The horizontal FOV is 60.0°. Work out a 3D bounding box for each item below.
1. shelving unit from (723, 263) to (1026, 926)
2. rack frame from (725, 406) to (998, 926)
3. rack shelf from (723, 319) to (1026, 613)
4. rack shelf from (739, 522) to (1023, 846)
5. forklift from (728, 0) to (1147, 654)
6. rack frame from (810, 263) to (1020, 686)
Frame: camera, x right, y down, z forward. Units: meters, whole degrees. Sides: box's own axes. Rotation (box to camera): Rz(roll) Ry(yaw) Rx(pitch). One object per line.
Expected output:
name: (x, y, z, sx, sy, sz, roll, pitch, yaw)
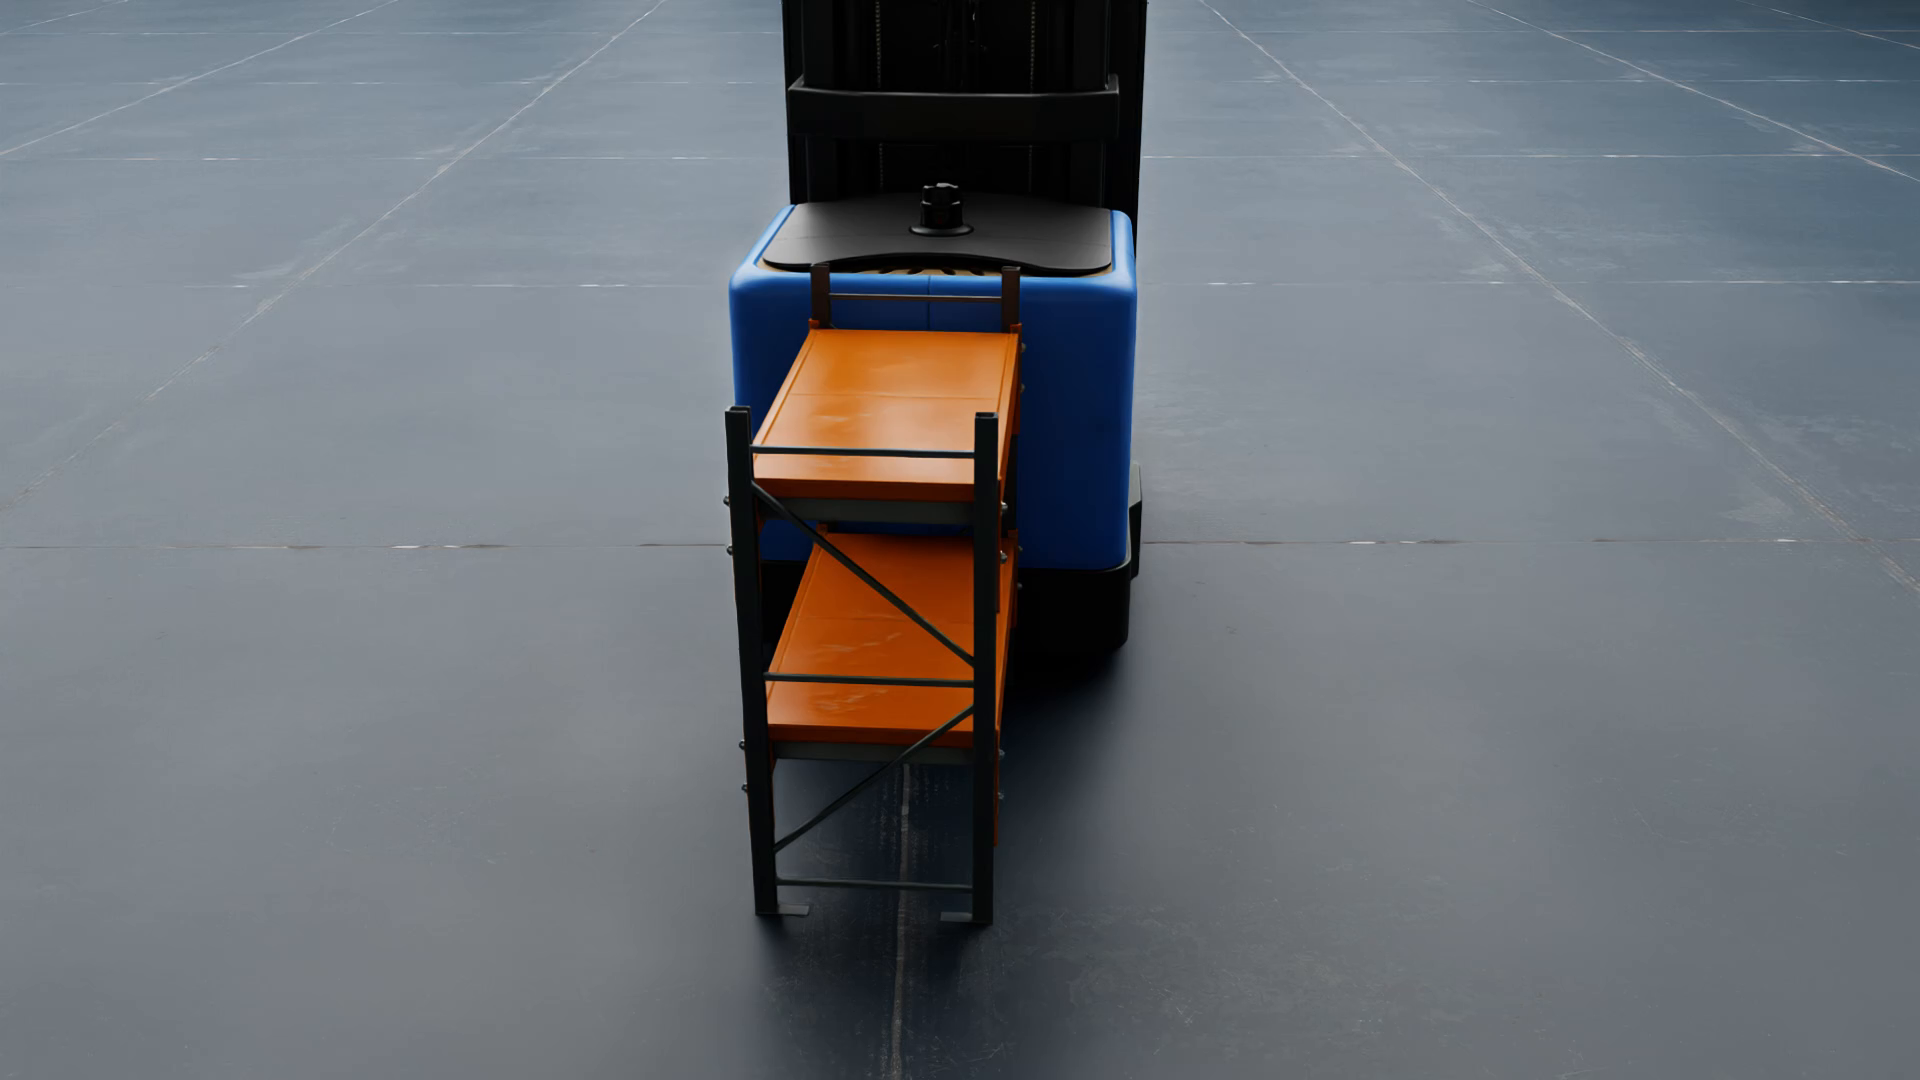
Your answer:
shelving unit: (-0.144, 0.070, 3.731, 0.538, 1.125, 1.048, 2, 24, 4)
rack frame: (-0.180, 0.278, 3.269, 0.500, 1.125, 0.032, 2, 24, 4)
rack shelf: (-0.144, -0.197, 3.611, 0.538, 0.278, 1.000, 2, 24, 4)
rack shelf: (-0.144, 0.292, 3.832, 0.538, 0.278, 1.000, 2, 24, 4)
forklift: (0.031, -1.602, 5.235, 1.130, 2.935, 3.031, 2, 24, 4)
rack frame: (-0.107, -0.139, 4.193, 0.500, 1.125, 0.032, 2, 24, 4)
